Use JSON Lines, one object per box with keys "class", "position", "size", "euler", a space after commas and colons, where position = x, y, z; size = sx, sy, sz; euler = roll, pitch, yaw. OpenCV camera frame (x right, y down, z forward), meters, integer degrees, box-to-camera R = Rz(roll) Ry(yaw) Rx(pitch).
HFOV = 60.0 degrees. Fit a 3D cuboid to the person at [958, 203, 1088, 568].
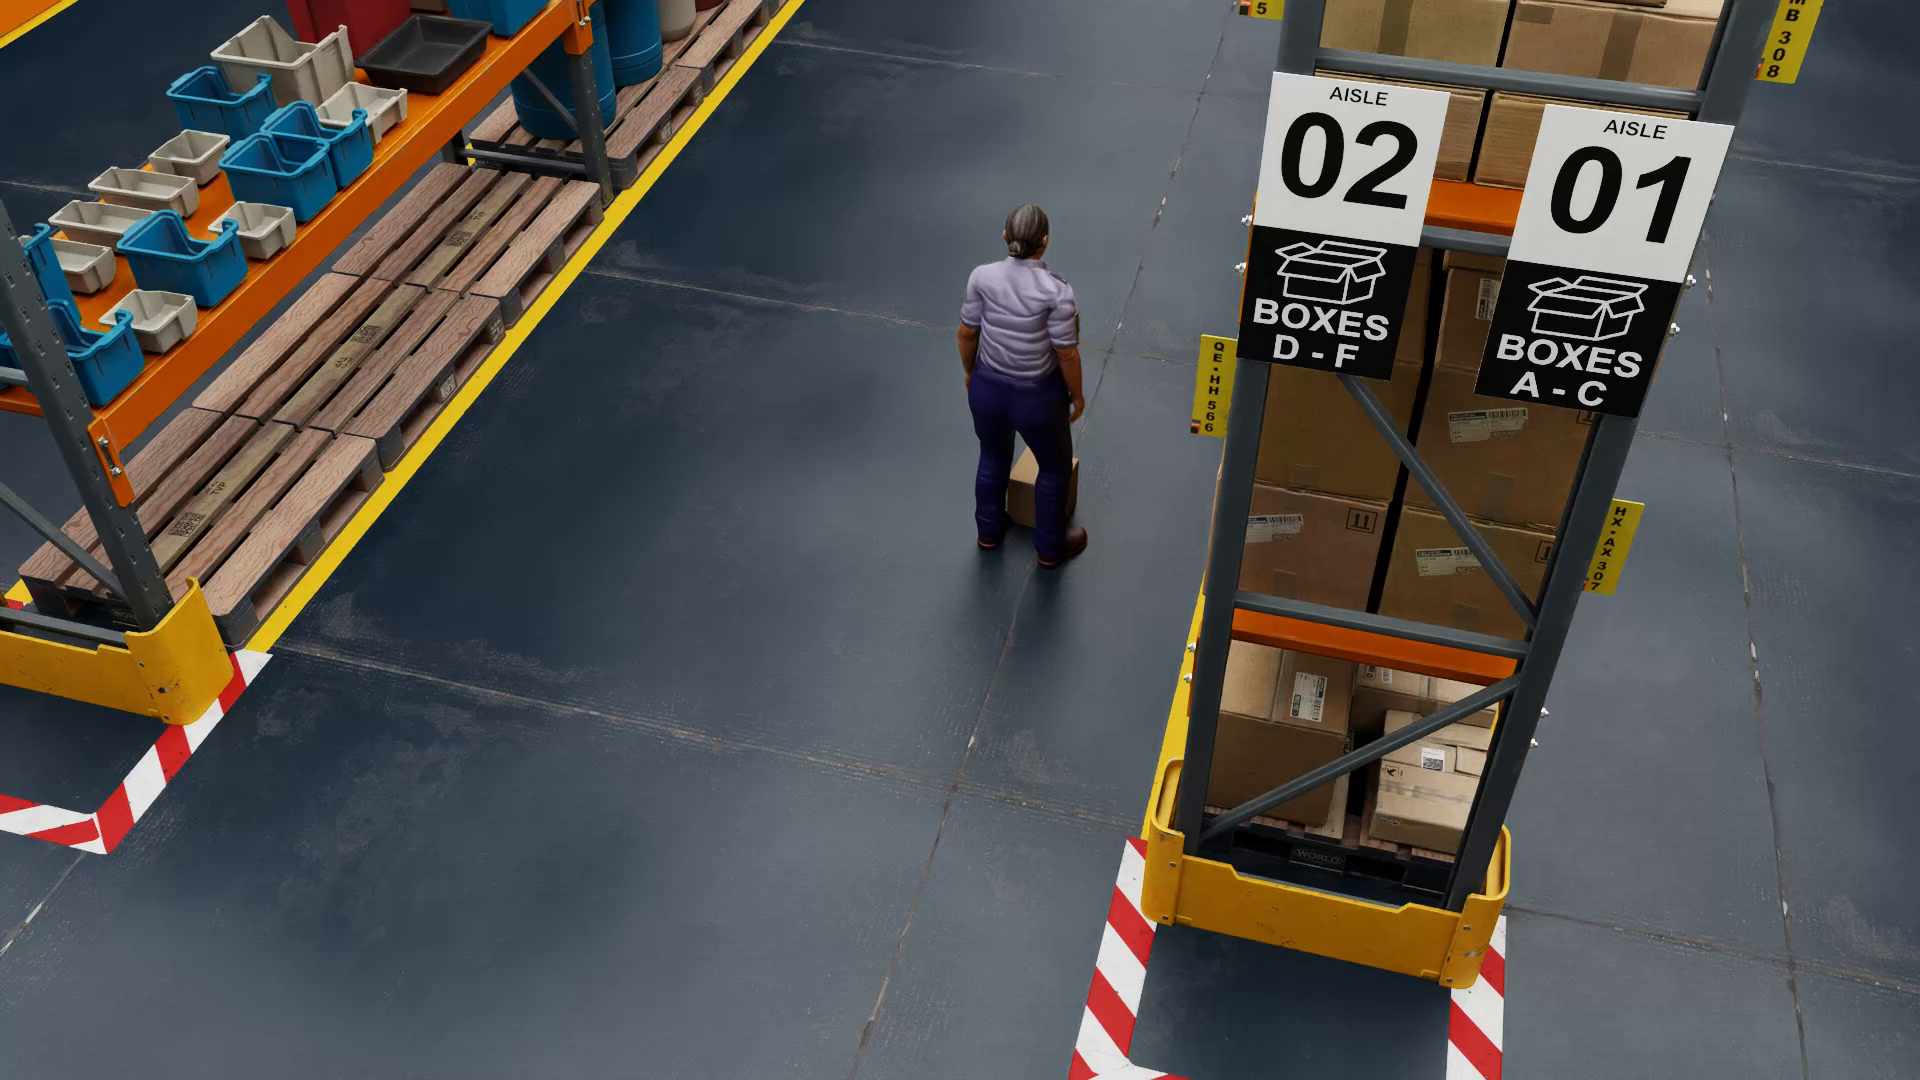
{"class": "person", "position": [0.269, -0.621, 6.872], "size": [0.562, 1.653, 0.330], "euler": [17, 44, 18]}
